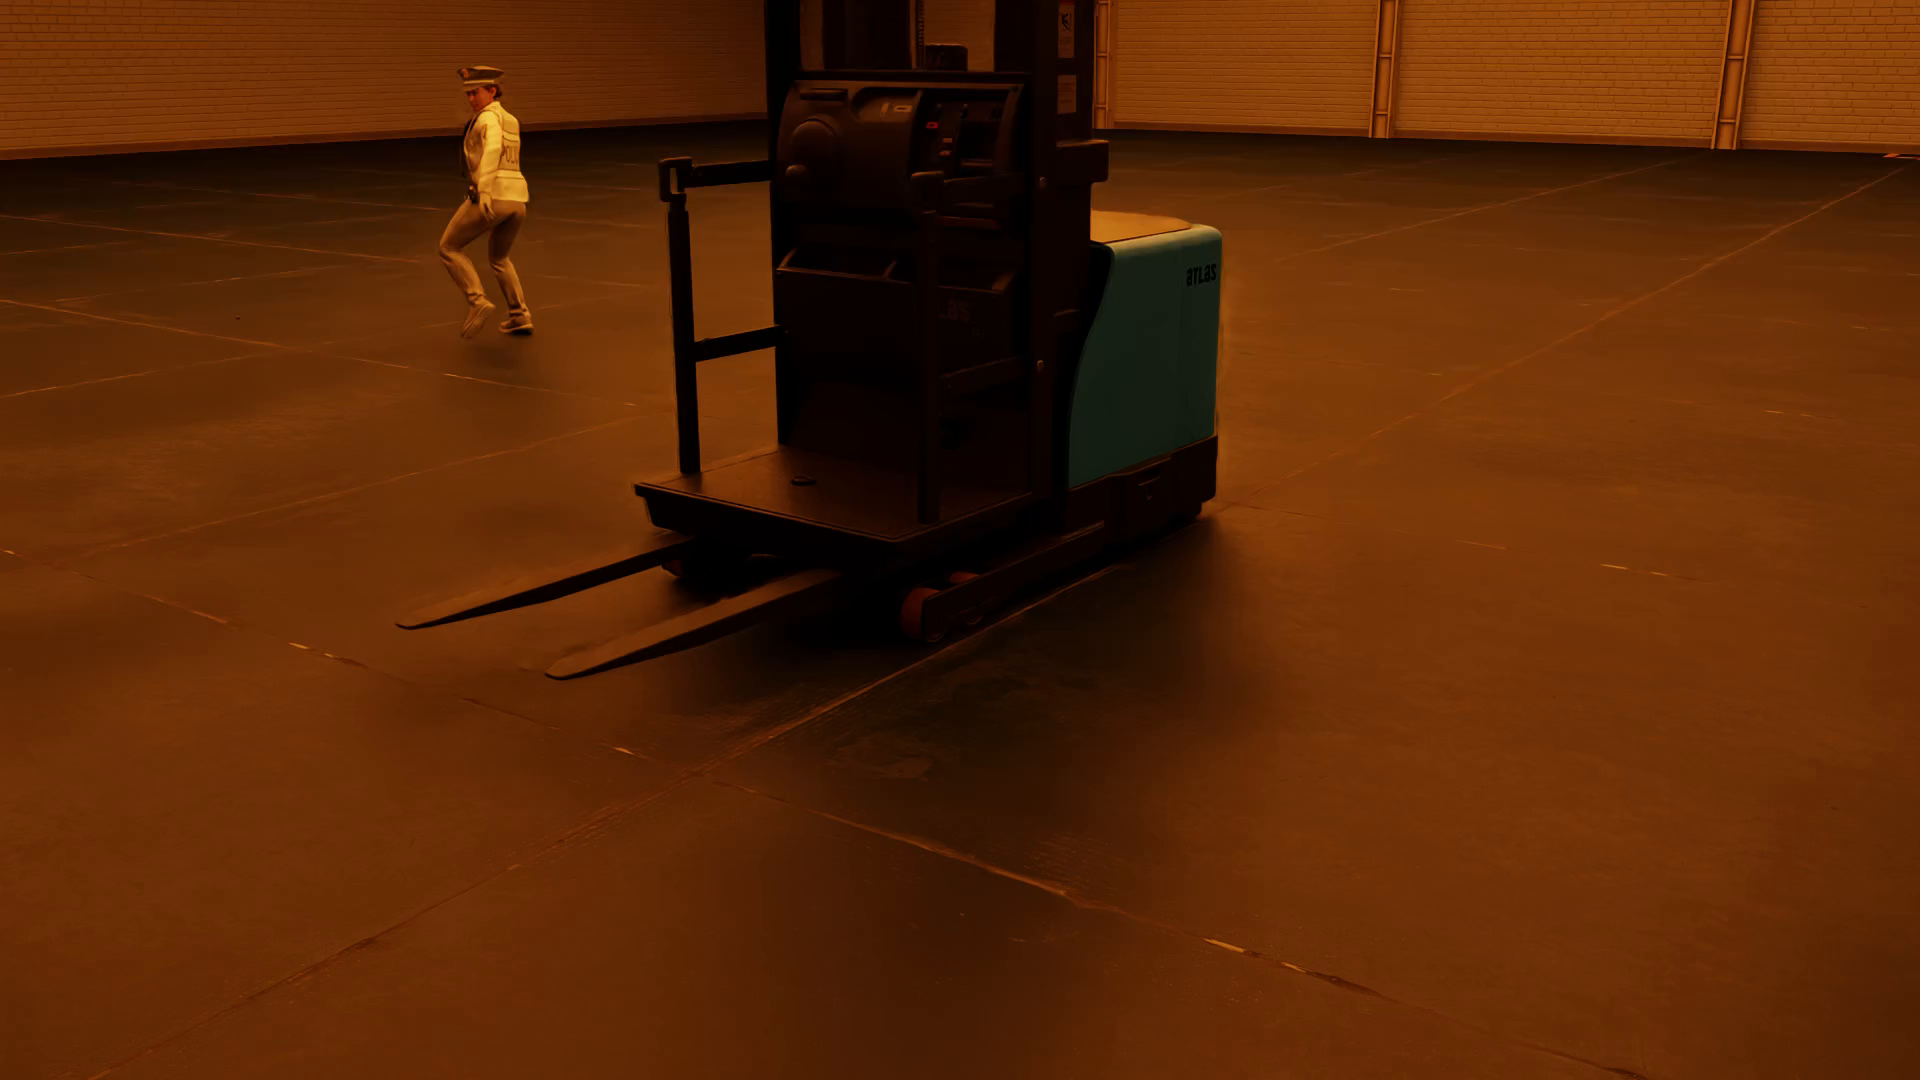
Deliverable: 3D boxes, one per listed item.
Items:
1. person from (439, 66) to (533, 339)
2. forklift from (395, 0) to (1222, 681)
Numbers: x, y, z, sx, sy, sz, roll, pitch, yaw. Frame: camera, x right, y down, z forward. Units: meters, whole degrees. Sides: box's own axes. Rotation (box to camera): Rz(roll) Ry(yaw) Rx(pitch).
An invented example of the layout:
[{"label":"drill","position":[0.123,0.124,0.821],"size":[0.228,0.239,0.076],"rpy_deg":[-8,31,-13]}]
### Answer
[{"label":"person","position":[-2.809,-2.004,9.909],"size":[0.621,1.580,0.698],"rpy_deg":[8,18,25]},{"label":"forklift","position":[-0.328,-1.257,5.036],"size":[1.130,2.935,3.031],"rpy_deg":[12,21,35]}]
